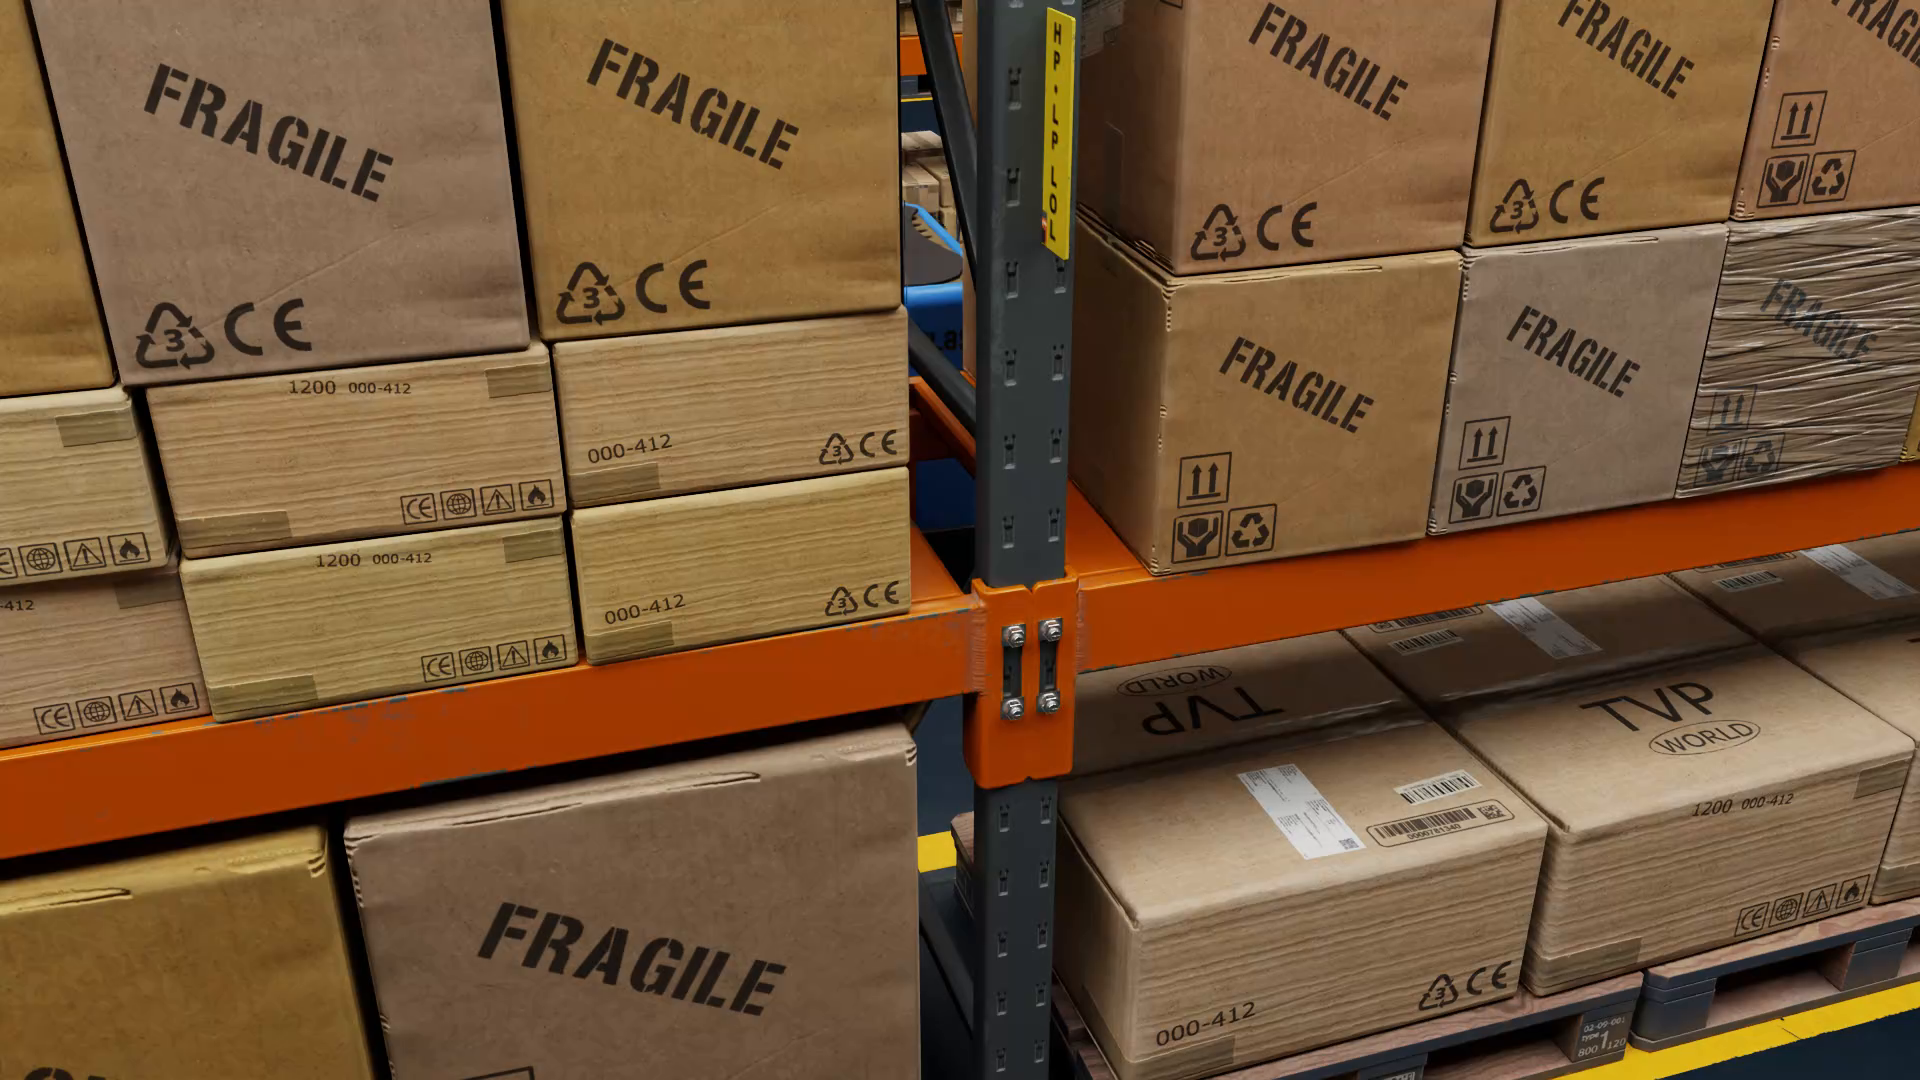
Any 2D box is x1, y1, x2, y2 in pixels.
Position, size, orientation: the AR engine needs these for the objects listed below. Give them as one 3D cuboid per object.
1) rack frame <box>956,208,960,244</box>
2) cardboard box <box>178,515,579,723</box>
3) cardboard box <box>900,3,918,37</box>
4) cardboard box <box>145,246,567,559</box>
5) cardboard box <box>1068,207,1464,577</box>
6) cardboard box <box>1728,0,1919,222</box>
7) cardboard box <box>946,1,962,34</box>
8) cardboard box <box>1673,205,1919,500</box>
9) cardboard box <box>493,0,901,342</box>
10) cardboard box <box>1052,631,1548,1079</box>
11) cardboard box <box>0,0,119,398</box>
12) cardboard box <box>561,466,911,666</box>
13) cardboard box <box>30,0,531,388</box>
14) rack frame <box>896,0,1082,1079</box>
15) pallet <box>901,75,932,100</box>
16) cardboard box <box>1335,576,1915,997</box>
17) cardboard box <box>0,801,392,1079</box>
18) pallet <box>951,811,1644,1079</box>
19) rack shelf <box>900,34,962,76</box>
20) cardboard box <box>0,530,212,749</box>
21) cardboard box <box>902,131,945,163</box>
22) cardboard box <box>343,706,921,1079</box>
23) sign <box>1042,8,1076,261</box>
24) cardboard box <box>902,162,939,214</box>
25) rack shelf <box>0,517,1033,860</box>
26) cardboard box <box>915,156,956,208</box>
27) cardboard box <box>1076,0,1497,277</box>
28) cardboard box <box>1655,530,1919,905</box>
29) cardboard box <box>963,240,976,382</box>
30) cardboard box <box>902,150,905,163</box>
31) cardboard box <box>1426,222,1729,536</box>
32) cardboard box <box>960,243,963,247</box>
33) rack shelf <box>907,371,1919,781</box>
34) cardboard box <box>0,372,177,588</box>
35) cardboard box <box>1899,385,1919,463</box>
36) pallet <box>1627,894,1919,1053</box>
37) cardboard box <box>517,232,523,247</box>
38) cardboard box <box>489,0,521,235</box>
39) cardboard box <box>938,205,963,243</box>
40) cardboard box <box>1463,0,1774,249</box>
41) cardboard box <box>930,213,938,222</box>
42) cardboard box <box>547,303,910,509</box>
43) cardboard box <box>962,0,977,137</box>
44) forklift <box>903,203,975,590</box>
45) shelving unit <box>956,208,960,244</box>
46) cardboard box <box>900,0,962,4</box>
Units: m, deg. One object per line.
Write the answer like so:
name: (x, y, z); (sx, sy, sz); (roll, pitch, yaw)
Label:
rack frame: (0.023, -0.540, 5.488); (0.006, 1.200, 0.240); (-7, 27, -14)
cardboard box: (-0.877, 0.006, 2.534); (0.500, 0.250, 0.500); (-9, 28, -17)
cardboard box: (-0.322, -2.334, 7.361); (0.250, 0.149, 0.380); (-8, 27, -15)
cardboard box: (-0.861, -0.221, 2.428); (0.500, 0.250, 0.500); (-8, 27, -15)
cardboard box: (0.483, -0.298, 2.865); (0.500, 0.500, 0.500); (-7, 27, -14)
cardboard box: (1.456, -0.888, 2.928); (0.500, 0.500, 0.500); (-8, 27, -15)
cardboard box: (-0.065, -2.368, 7.430); (0.250, 0.149, 0.380); (-7, 27, -14)
cardboard box: (1.438, -0.431, 3.133); (0.500, 0.500, 0.500); (-8, 28, -16)
cardboard box: (-0.391, -0.624, 2.397); (0.500, 0.500, 0.500); (-7, 27, -14)
cardboard box: (0.586, 0.619, 3.539); (0.875, 0.438, 0.875); (-9, 28, -17)
cardboard box: (-1.369, -0.488, 2.124); (0.500, 0.500, 0.500); (-7, 27, -15)
cardboard box: (-0.393, -0.064, 2.674); (0.500, 0.250, 0.500); (-9, 28, -17)
cardboard box: (-0.881, -0.550, 2.248); (0.500, 0.500, 0.500); (-8, 27, -15)
rack frame: (-0.044, -0.299, 2.980); (0.127, 3.000, 1.000); (-8, 28, -16)
pallet: (-0.046, -3.648, 12.861); (1.213, 0.211, 1.003); (-8, 28, -16)
cardboard box: (1.437, 0.495, 3.788); (0.875, 0.438, 0.875); (-9, 28, -18)
cardboard box: (-1.466, 0.711, 2.862); (0.875, 0.875, 0.875); (-7, 27, -15)
pallet: (0.703, 0.878, 3.744); (1.213, 0.211, 1.003); (-8, 28, -16)
rack shelf: (0.228, -2.332, 7.882); (4.000, 0.370, 1.077); (-8, 28, -16)
cardboard box: (-1.363, 0.067, 2.410); (0.500, 0.250, 0.500); (-9, 28, -17)
cardboard box: (-0.198, -1.926, 8.321); (0.250, 0.149, 0.380); (-9, 28, -18)
cardboard box: (-0.609, 0.583, 3.119); (0.875, 0.875, 0.875); (-7, 27, -14)
sign: (0.133, -0.554, 2.280); (0.005, 0.325, 0.100); (-8, 28, -16)
cardboard box: (-0.268, -1.630, 7.726); (0.250, 0.149, 0.380); (-8, 27, -15)
rack shelf: (-1.946, 0.298, 2.585); (4.000, 0.370, 1.077); (-8, 28, -16)
cardboard box: (-0.034, -1.703, 7.872); (0.250, 0.149, 0.380); (-9, 28, -18)
cardboard box: (0.483, -0.755, 2.661); (0.500, 0.500, 0.500); (-8, 28, -16)
cardboard box: (2.295, 0.372, 4.036); (0.875, 0.438, 0.875); (-7, 27, -15)
cardboard box: (0.318, -0.516, 3.304); (0.500, 0.500, 0.500); (-8, 27, -16)
cardboard box: (-0.451, -1.883, 8.235); (0.250, 0.149, 0.380); (-10, 28, -19)
cardboard box: (0.963, -0.366, 3.001); (0.500, 0.500, 0.500); (-8, 28, -16)
cardboard box: (-0.006, -1.400, 7.930); (0.250, 0.149, 0.380); (-9, 28, -17)
rack shelf: (1.857, -0.253, 3.695); (4.000, 0.370, 1.077); (-8, 28, -16)
cardboard box: (-1.352, -0.147, 2.279); (0.500, 0.250, 0.500); (-8, 27, -15)
cardboard box: (1.927, -0.502, 3.276); (0.500, 0.500, 0.500); (-7, 27, -15)
pallet: (1.865, 0.708, 4.086); (1.213, 0.211, 1.003); (-8, 28, -16)
cardboard box: (-0.550, -0.515, 3.020); (0.500, 0.250, 0.500); (-9, 28, -18)
cardboard box: (-0.552, -0.853, 2.858); (0.500, 0.500, 0.500); (-8, 27, -16)
cardboard box: (-0.010, -1.531, 7.860); (0.250, 0.149, 0.380); (-8, 28, -16)
cardboard box: (0.966, -0.822, 2.796); (0.500, 0.500, 0.500); (-9, 28, -17)
cardboard box: (-0.270, -1.523, 7.844); (0.250, 0.149, 0.380); (-7, 27, -14)
cardboard box: (-0.388, -0.293, 2.573); (0.500, 0.250, 0.500); (-8, 28, -16)
cardboard box: (0.319, -0.974, 3.101); (0.500, 0.500, 0.500); (-8, 28, -17)
forklift: (-1.441, -1.132, 4.733); (3.031, 2.935, 1.130); (-7, 27, -14)
shelving unit: (0.111, -0.551, 5.510); (0.189, 1.200, 0.258); (-7, 27, -14)
cardboard box: (-0.166, -2.643, 7.254); (0.500, 0.500, 0.500); (-9, 28, -17)
